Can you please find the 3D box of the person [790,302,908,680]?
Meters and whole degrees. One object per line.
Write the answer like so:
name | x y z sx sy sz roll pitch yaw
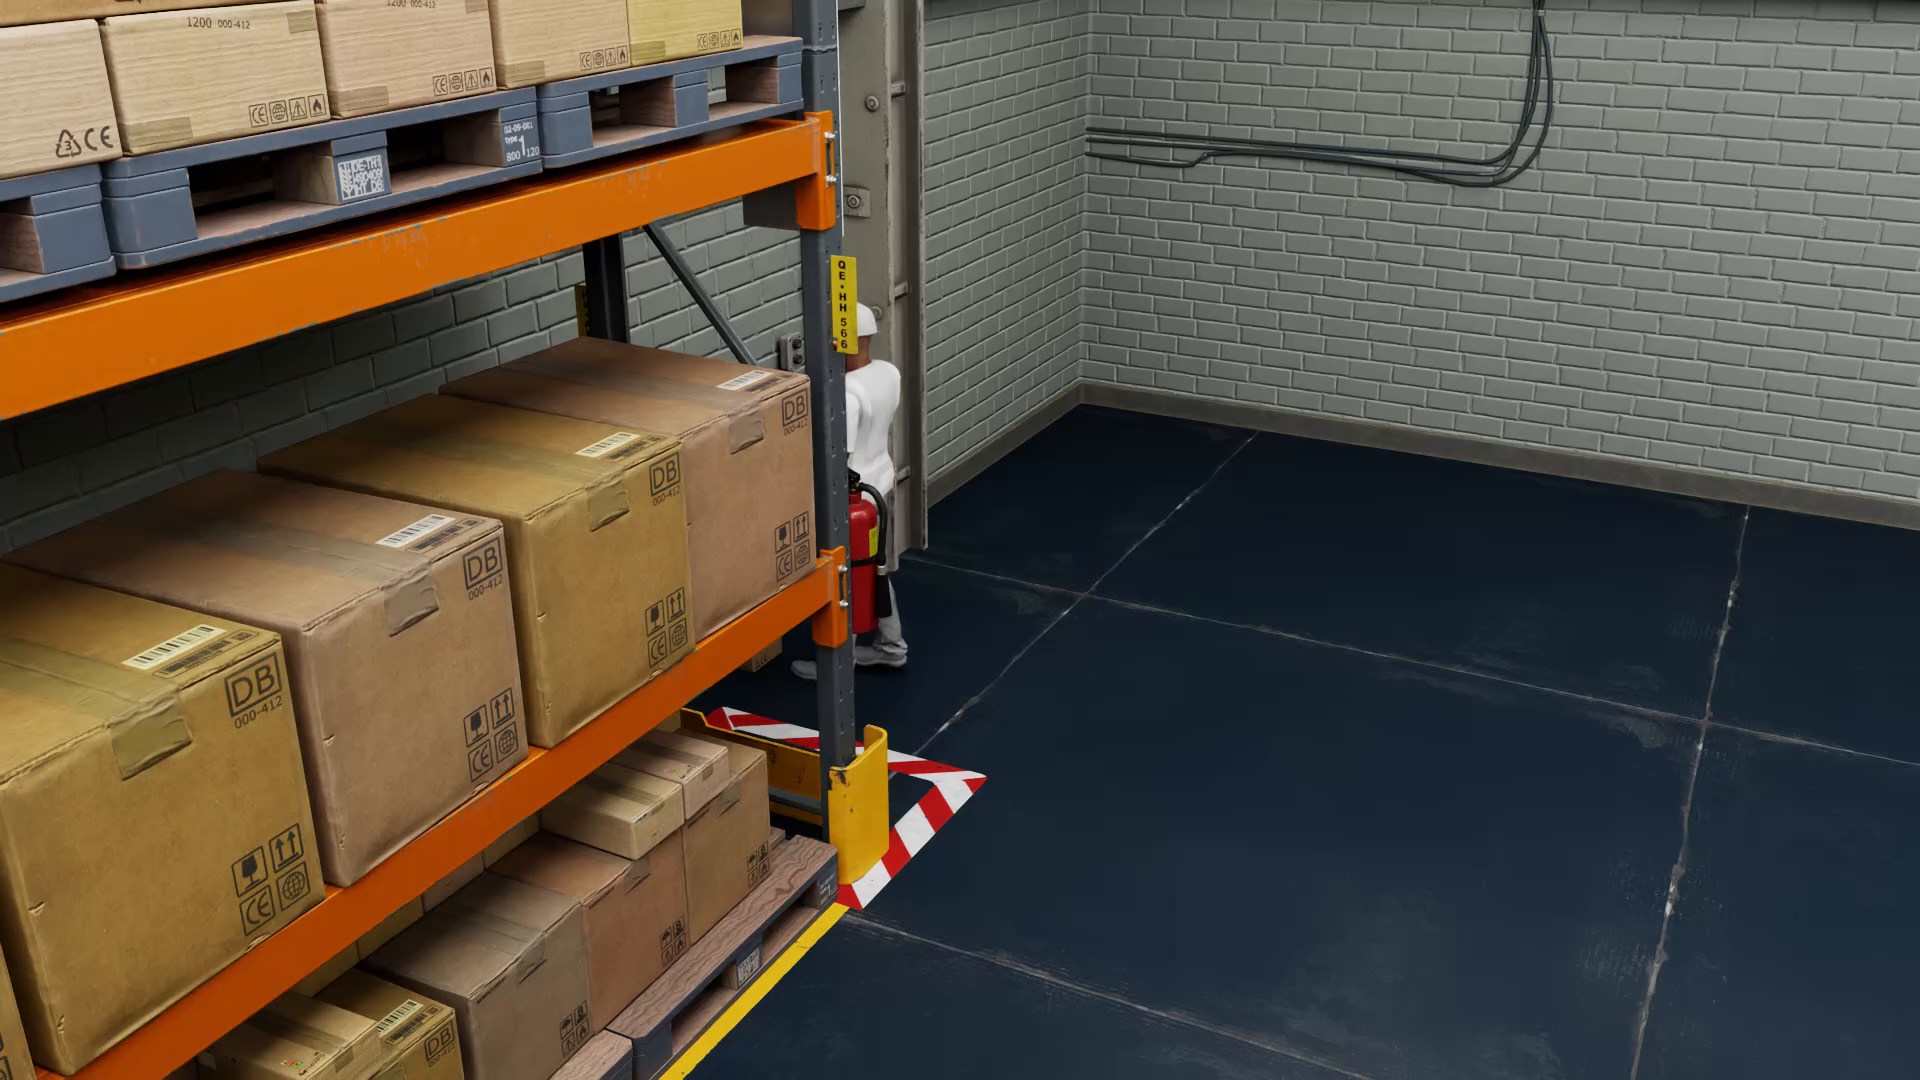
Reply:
person | -0.511 -0.205 7.534 0.518 1.773 0.587 9 24 21
